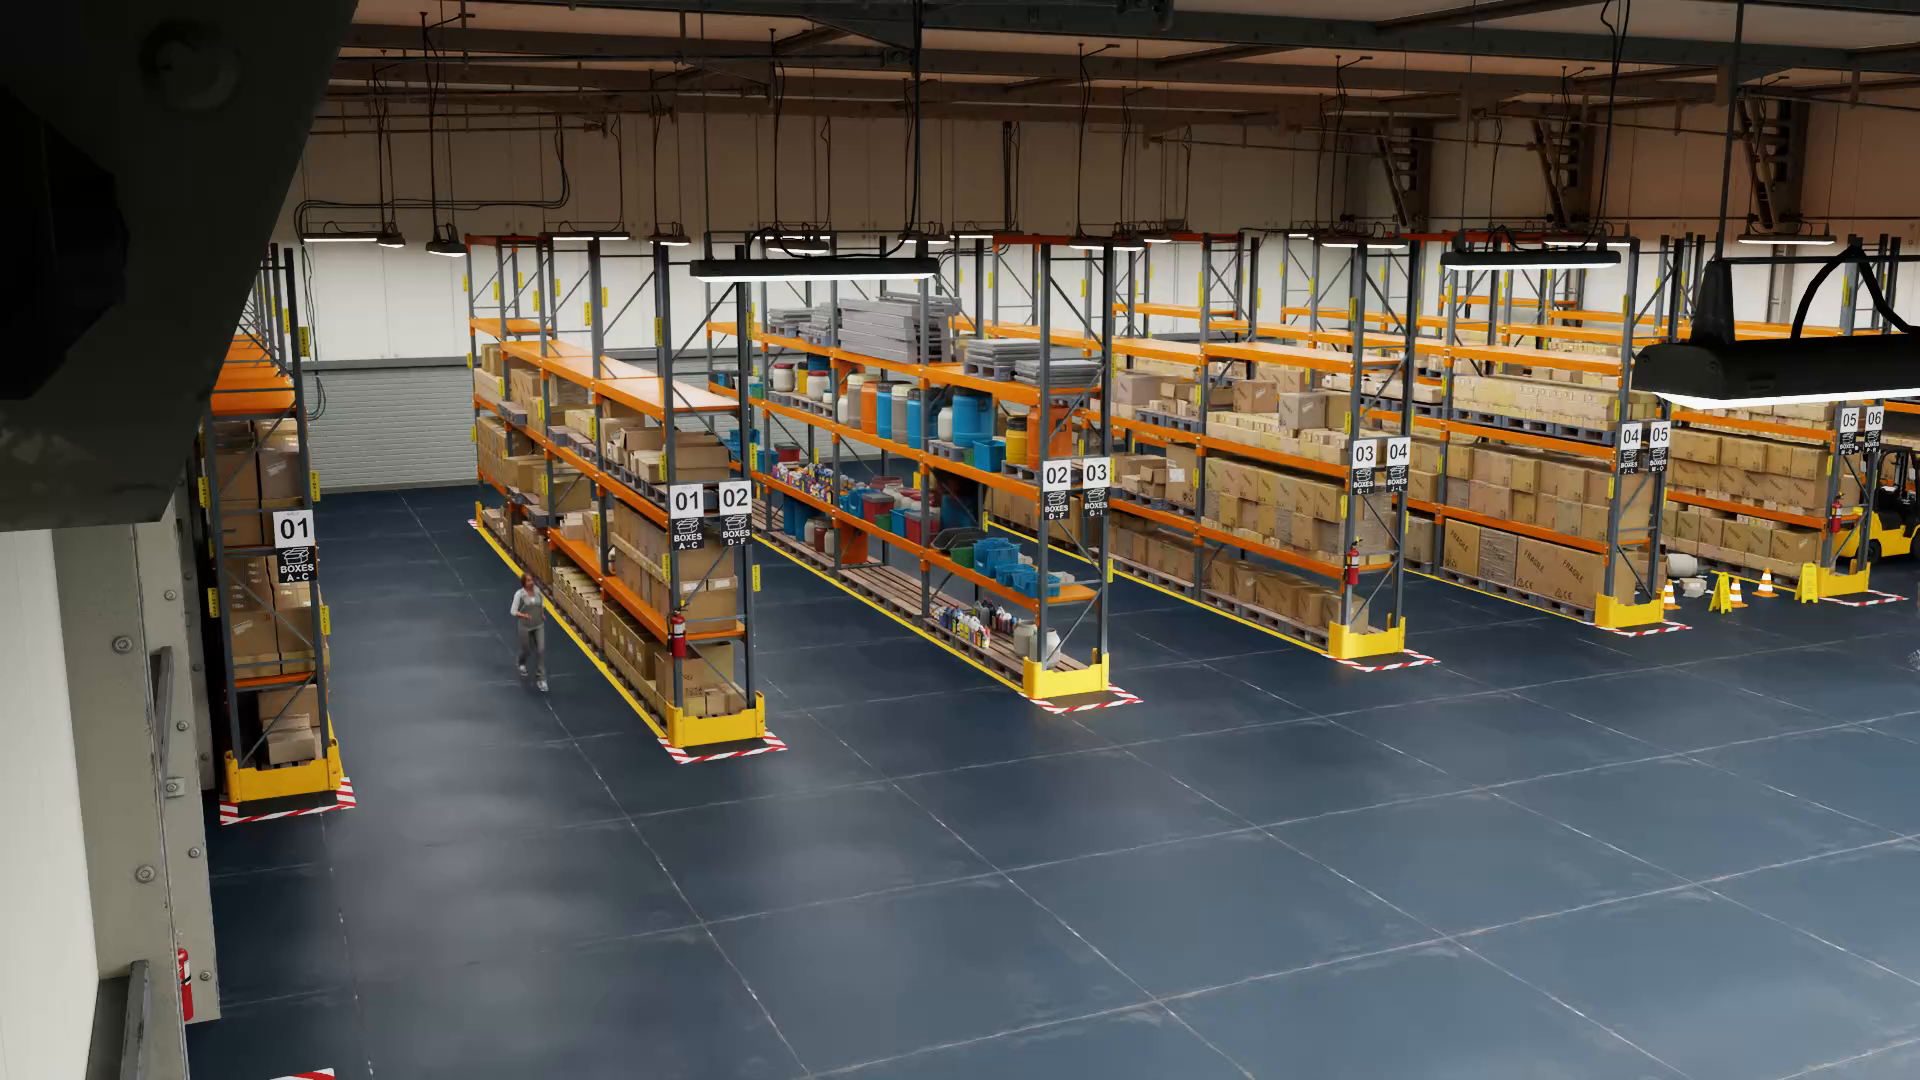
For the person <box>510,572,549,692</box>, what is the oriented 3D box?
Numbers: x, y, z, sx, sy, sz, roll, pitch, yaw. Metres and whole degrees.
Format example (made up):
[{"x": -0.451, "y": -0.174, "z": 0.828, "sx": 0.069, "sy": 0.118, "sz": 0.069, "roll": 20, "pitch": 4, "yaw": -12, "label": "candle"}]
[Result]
[{"x": -5.857, "y": 1.210, "z": 22.658, "sx": 0.538, "sy": 1.605, "sz": 0.877, "roll": -7, "pitch": 13, "yaw": -34, "label": "person"}]

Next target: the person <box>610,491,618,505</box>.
[{"x": -7.214, "y": -1.105, "z": 34.178, "sx": 0.741, "sy": 1.812, "sz": 0.891, "roll": -4, "pitch": 12, "yaw": -22, "label": "person"}]
